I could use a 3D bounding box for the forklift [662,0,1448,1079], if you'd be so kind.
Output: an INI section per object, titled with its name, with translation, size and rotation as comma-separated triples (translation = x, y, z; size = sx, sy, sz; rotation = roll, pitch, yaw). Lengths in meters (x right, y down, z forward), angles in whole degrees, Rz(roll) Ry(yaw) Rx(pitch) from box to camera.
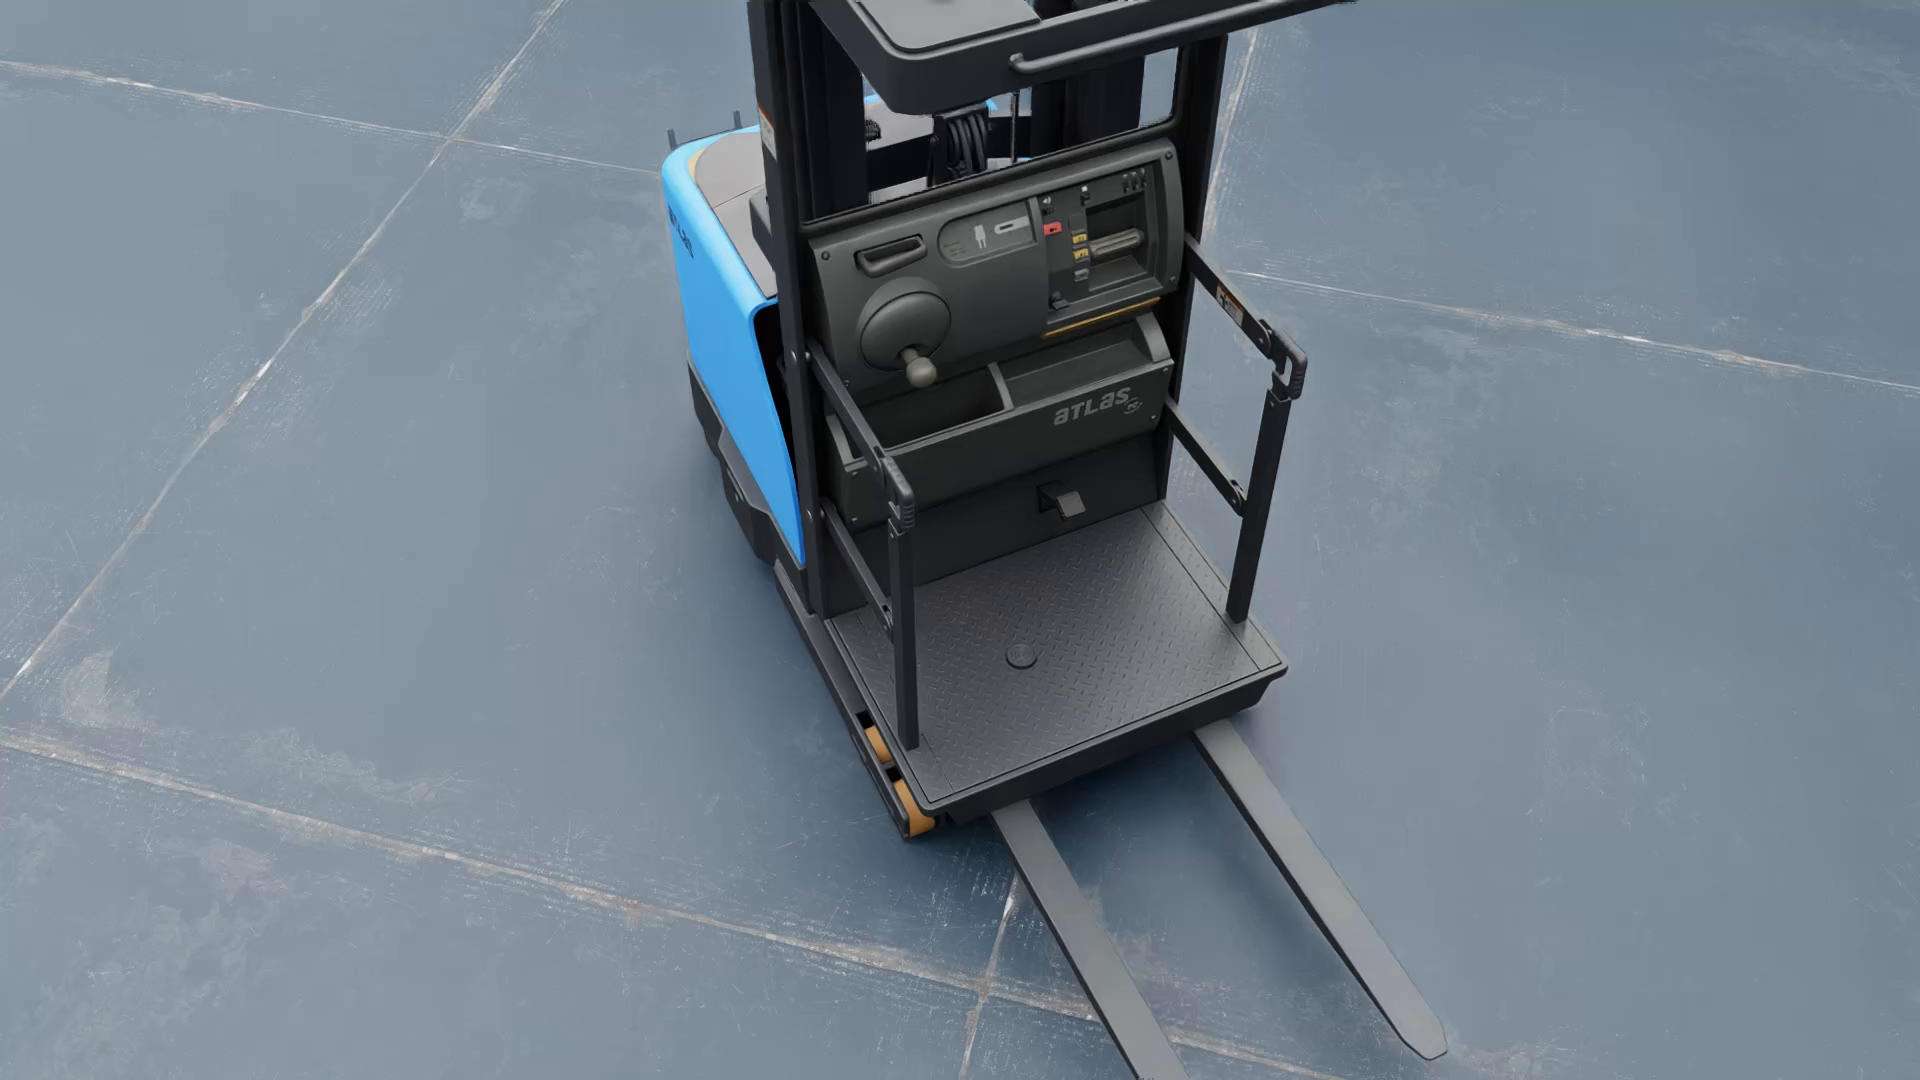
[forklift]
translation = 0.201, -0.546, 3.777
size = 1.130, 2.935, 3.031
rotation = -19, 51, -16

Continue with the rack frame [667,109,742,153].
[rack frame]
translation = -0.786, -0.992, 5.528
size = 0.240, 0.900, 0.006
rotation = -20, 46, -17

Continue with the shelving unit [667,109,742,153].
[shelving unit]
translation = -0.741, -0.931, 5.460
size = 0.258, 0.900, 0.210
rotation = -20, 46, -17
